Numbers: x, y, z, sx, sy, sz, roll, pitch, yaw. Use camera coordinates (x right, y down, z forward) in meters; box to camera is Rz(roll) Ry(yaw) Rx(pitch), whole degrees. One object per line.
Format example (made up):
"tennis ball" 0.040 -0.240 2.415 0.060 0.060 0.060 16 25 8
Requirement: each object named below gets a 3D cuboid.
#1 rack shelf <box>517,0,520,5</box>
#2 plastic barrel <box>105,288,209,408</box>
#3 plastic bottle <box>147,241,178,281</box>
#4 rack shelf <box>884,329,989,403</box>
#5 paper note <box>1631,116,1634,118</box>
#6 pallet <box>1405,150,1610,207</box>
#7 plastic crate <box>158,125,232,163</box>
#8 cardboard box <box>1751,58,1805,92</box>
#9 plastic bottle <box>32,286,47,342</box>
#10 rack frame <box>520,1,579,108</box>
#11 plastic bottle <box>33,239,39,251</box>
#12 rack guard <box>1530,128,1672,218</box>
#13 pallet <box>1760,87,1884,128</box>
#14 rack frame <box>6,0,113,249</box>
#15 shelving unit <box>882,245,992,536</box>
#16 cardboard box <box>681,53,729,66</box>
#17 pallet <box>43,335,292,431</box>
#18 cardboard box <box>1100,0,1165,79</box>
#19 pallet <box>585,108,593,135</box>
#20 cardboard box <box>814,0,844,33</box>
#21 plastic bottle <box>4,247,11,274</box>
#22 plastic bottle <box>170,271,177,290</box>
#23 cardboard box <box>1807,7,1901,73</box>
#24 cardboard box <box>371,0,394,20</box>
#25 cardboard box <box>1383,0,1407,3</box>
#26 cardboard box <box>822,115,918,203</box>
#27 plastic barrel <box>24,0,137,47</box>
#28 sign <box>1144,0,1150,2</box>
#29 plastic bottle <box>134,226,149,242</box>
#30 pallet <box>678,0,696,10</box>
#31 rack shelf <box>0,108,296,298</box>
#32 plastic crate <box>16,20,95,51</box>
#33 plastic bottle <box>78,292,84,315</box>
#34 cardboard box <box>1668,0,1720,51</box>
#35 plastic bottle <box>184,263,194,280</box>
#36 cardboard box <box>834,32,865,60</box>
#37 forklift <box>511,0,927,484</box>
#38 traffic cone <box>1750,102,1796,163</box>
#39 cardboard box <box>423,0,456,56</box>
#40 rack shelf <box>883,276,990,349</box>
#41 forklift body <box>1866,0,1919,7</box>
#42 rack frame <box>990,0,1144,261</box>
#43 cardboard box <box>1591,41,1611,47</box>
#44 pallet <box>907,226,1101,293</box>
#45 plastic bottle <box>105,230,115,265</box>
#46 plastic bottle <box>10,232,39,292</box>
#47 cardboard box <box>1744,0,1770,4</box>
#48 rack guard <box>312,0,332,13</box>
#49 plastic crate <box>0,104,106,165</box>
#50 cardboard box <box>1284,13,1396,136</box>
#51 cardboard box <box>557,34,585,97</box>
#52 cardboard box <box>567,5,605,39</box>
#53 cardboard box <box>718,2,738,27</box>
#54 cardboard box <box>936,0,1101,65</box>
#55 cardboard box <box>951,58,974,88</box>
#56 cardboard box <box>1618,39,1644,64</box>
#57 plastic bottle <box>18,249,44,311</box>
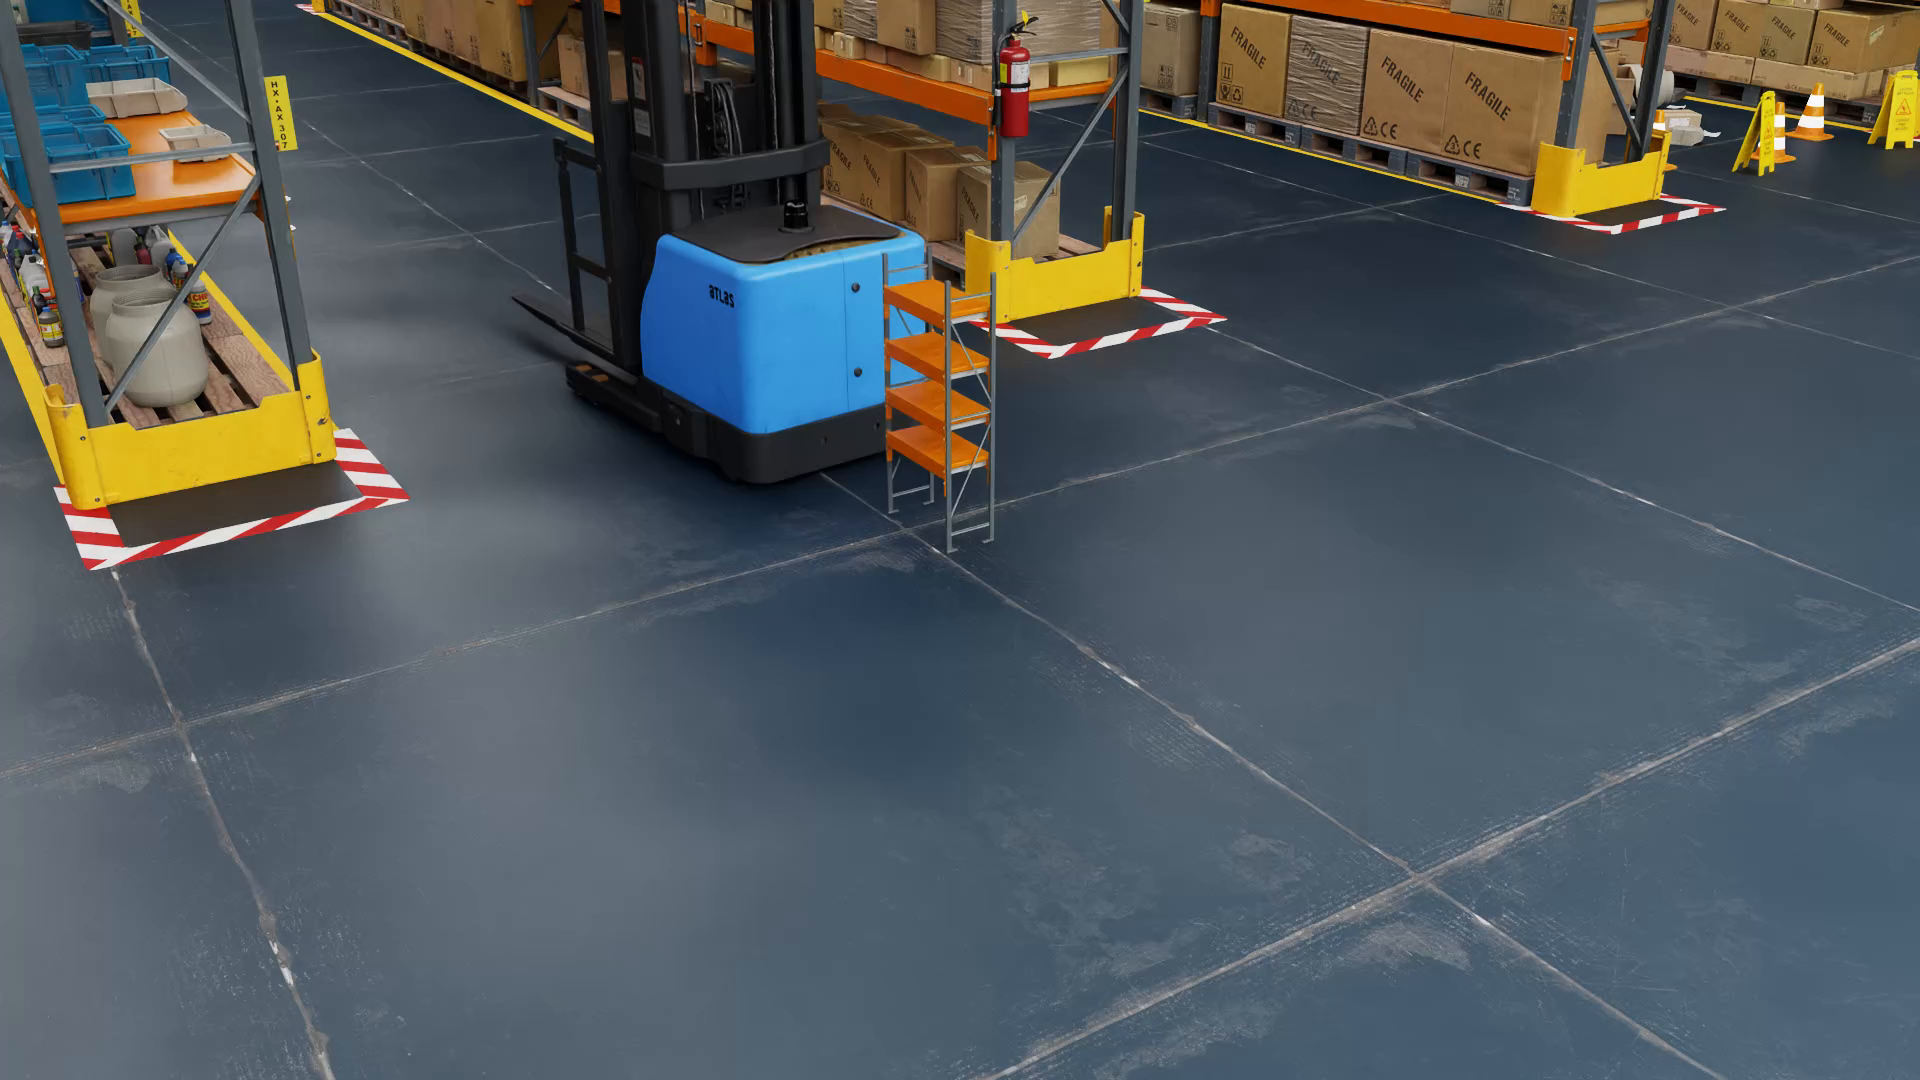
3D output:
"rack shelf" -4.827 -6.068 17.433 1.077 0.370 4.000 -16 29 -30
"plastic barrel" -3.941 -0.945 8.160 0.421 0.512 0.421 0 25 0
"plastic bottle" -4.742 -1.654 9.915 0.152 0.276 0.135 -15 29 -29
"rack shelf" -0.090 -0.743 7.052 0.258 0.148 0.480 -16 29 -30
"paper note" 6.413 -3.991 15.682 0.148 0.019 0.142 -6 26 -12
"pallet" 4.341 -2.943 13.237 1.003 0.211 1.213 -16 29 -30
"plastic crate" -3.737 -1.938 8.151 0.298 0.136 0.250 -16 29 -30
"cardboard box" 7.992 -4.486 15.968 0.500 0.250 0.500 -15 29 -29
"plastic bottle" -4.967 -1.225 8.998 0.061 0.283 0.133 -15 29 -28
"rack frame" -3.735 -5.678 15.764 1.000 3.000 0.127 -16 29 -30
"plastic bottle" -5.488 -1.742 10.014 0.144 0.351 0.185 -16 29 -30
"rack guard" 4.856 -2.797 12.590 1.175 0.500 0.348 -16 29 -30
"pallet" 8.480 -4.191 15.880 1.003 0.211 1.213 -16 29 -30
"rack frame" -5.699 -3.094 10.290 0.949 2.616 0.053 -16 29 -30
"shelving unit" -0.092 -0.603 7.121 0.258 1.200 0.499 -16 29 -30
"cardboard box" -2.419 -3.915 14.443 0.700 0.500 0.500 -18 31 -34
"pallet" -4.038 -0.709 8.505 1.003 0.211 1.213 -16 29 -30
"cardboard box" 1.722 -5.086 16.654 1.050 0.750 0.750 -16 29 -30
"pallet" -2.648 -3.701 14.843 1.003 0.211 1.213 -16 29 -30
"cardboard box" -0.519 -3.721 11.152 0.875 0.500 0.500 -16 29 -30
"plastic bottle" -5.784 -1.738 10.180 0.097 0.201 0.097 0 25 0
"plastic bottle" -4.542 -1.511 9.699 0.097 0.201 0.097 0 25 0
"cardboard box" 8.279 -4.637 15.410 0.500 0.500 0.500 -15 29 -29
"cardboard box" -6.703 -6.914 20.380 0.875 0.875 0.875 -16 29 -30
"cardboard box" 3.759 -4.727 13.575 0.875 0.550 0.500 -16 29 -30
"cardboard box" -0.643 -2.747 11.992 0.500 0.500 0.500 -19 31 -34
"plastic barrel" -5.658 -3.528 10.623 0.600 0.901 0.708 -16 29 -30
"sign" 1.087 -3.334 9.786 0.100 0.325 0.005 -16 29 -30
"plastic bottle" -5.004 -1.862 10.269 0.144 0.351 0.185 -17 30 -32
"pallet" -1.847 -4.468 13.425 1.003 0.211 1.213 -16 29 -30
"rack shelf" -4.610 -2.052 8.926 1.077 0.370 4.000 -16 29 -30
"plastic crate" -5.522 -2.848 9.842 0.767 0.338 0.504 -16 29 -30
"plastic bottle" -4.984 -1.332 9.321 0.097 0.201 0.097 0 25 0
"cardboard box" 7.431 -5.194 16.589 0.500 0.500 0.500 -14 29 -27
"plastic bottle" -4.355 -1.439 9.451 0.061 0.283 0.133 -15 29 -29
"cardboard box" -0.603 -3.269 10.955 0.380 0.149 0.250 -16 29 -30
"forklift" 4.554 -5.058 14.531 18.991 2.935 6.386 -18 31 -34
"traffic cone" 6.875 -3.452 14.020 0.336 0.463 0.334 -16 29 -30
"cardboard box" -5.064 -5.794 18.007 1.225 0.875 0.875 -17 30 -31
"rack shelf" -0.090 -0.957 6.951 0.258 0.148 0.480 -16 29 -30
"forklift body" 10.528 -6.153 17.765 2.313 2.155 1.214 -16 29 -30
"rack frame" 0.632 -2.816 9.702 1.000 3.000 0.127 -16 29 -30
"cardboard box" 6.196 -4.727 16.675 0.500 0.500 0.500 3 25 6
"pallet" 0.177 -1.881 10.988 1.003 0.211 1.213 -16 29 -30
"plastic bottle" -5.229 -1.897 10.343 0.144 0.351 0.185 -16 29 -30
"plastic bottle" -5.505 -1.641 9.800 0.144 0.351 0.185 -17 30 -32
"cardboard box" 7.746 -5.232 15.909 0.380 0.149 0.250 -14 29 -27
"rack guard" -8.115 -7.417 22.377 1.175 0.500 0.348 -16 29 -30
"plastic crate" -4.391 -1.938 8.015 0.499 0.251 0.408 -16 29 -30
"cardboard box" 3.439 -4.033 14.277 0.875 0.875 0.875 -15 29 -29
"cardboard box" -3.353 -4.511 15.706 0.700 0.500 0.500 -17 30 -32
"cardboard box" -3.344 -4.853 15.551 0.500 0.250 0.500 -14 29 -28
"cardboard box" -1.561 -3.894 12.279 0.380 0.149 0.250 -16 29 -30
"cardboard box" 0.355 -3.199 10.048 0.875 0.500 0.500 -16 29 -30
"cardboard box" 0.168 -2.846 10.060 0.380 0.149 0.250 -16 29 -30
"cardboard box" 7.148 -5.041 17.143 0.500 0.250 0.500 -14 29 -27
"plastic bottle" -5.273 -1.489 9.478 0.144 0.351 0.185 -16 30 -30
